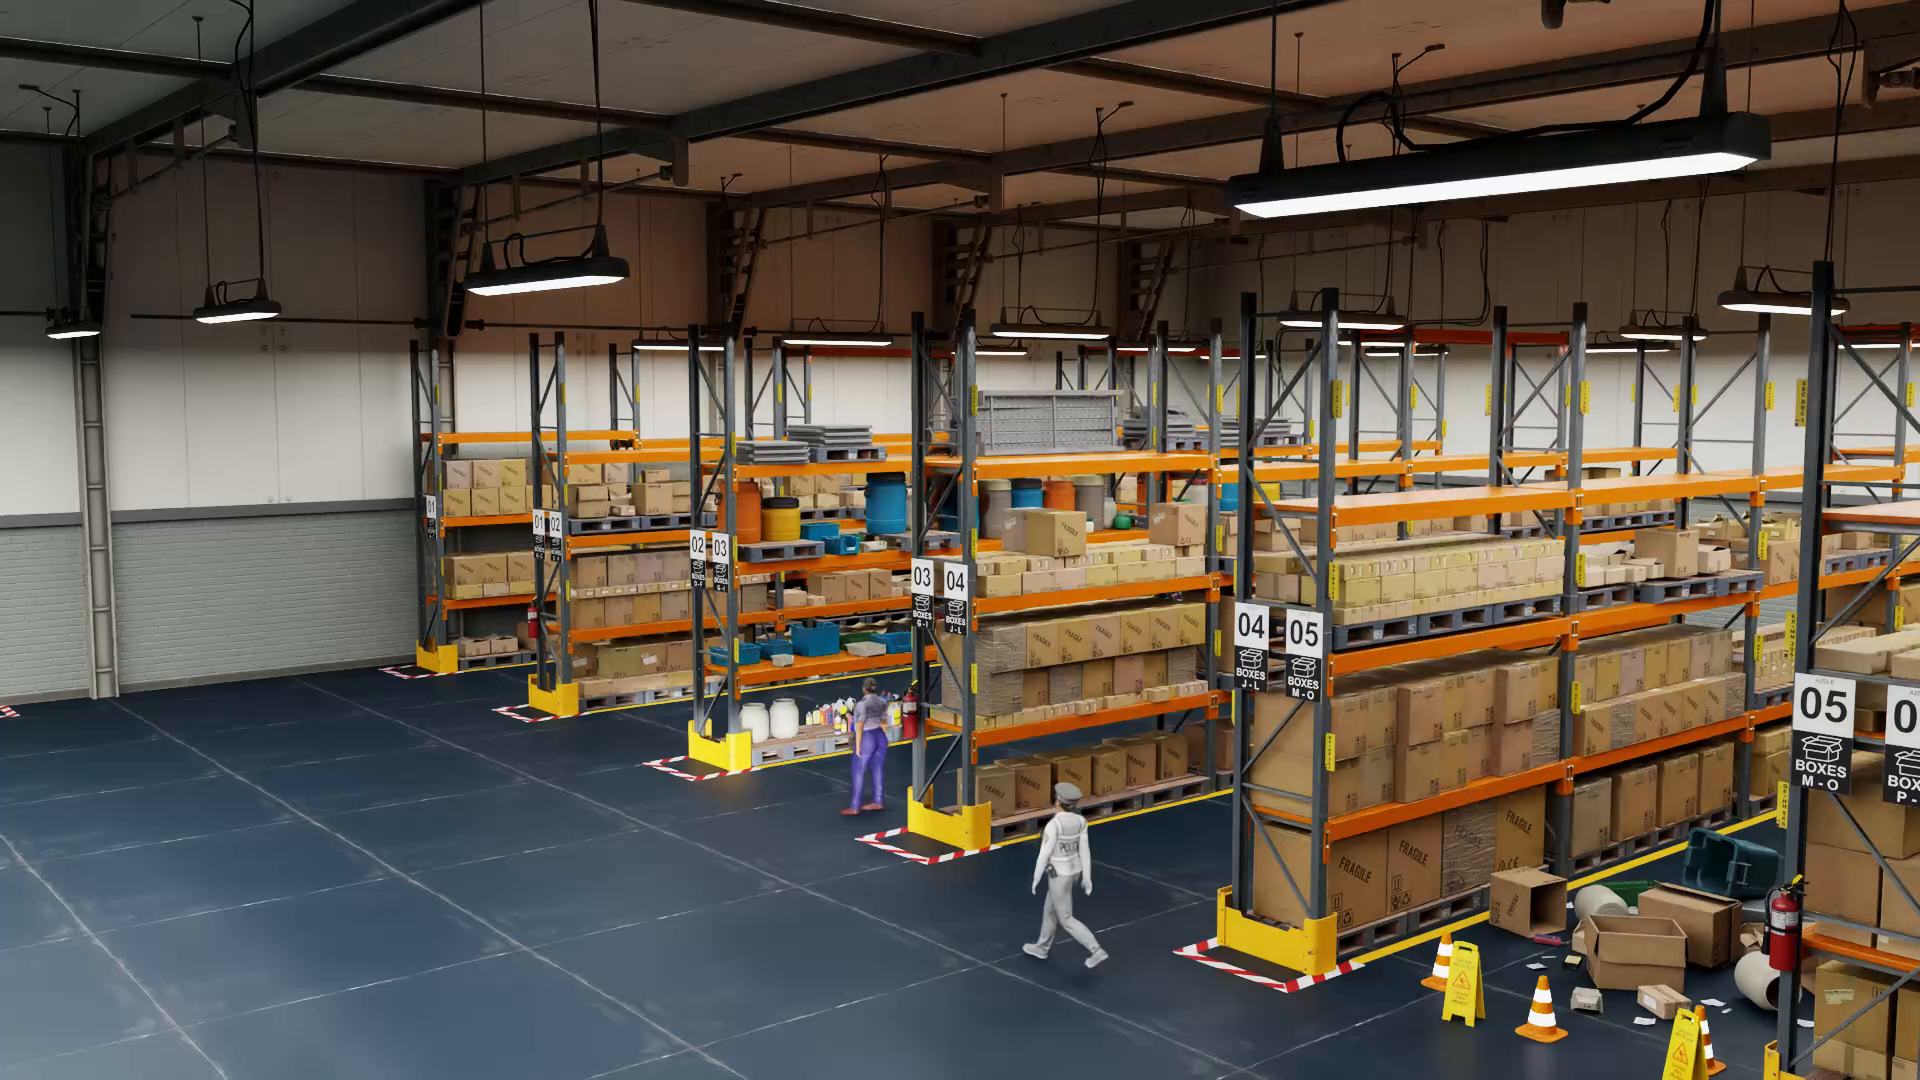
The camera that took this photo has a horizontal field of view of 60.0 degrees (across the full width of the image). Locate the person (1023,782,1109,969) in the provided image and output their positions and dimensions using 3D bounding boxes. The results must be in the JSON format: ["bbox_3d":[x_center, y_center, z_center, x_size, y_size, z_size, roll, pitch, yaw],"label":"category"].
[{"bbox_3d":[0.916,2.977,14.750,0.956,1.646,0.452,3,6,28],"label":"person"}]

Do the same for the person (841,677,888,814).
[{"bbox_3d":[-1.139,2.496,20.139,0.400,1.619,0.590,4,7,39],"label":"person"}]
